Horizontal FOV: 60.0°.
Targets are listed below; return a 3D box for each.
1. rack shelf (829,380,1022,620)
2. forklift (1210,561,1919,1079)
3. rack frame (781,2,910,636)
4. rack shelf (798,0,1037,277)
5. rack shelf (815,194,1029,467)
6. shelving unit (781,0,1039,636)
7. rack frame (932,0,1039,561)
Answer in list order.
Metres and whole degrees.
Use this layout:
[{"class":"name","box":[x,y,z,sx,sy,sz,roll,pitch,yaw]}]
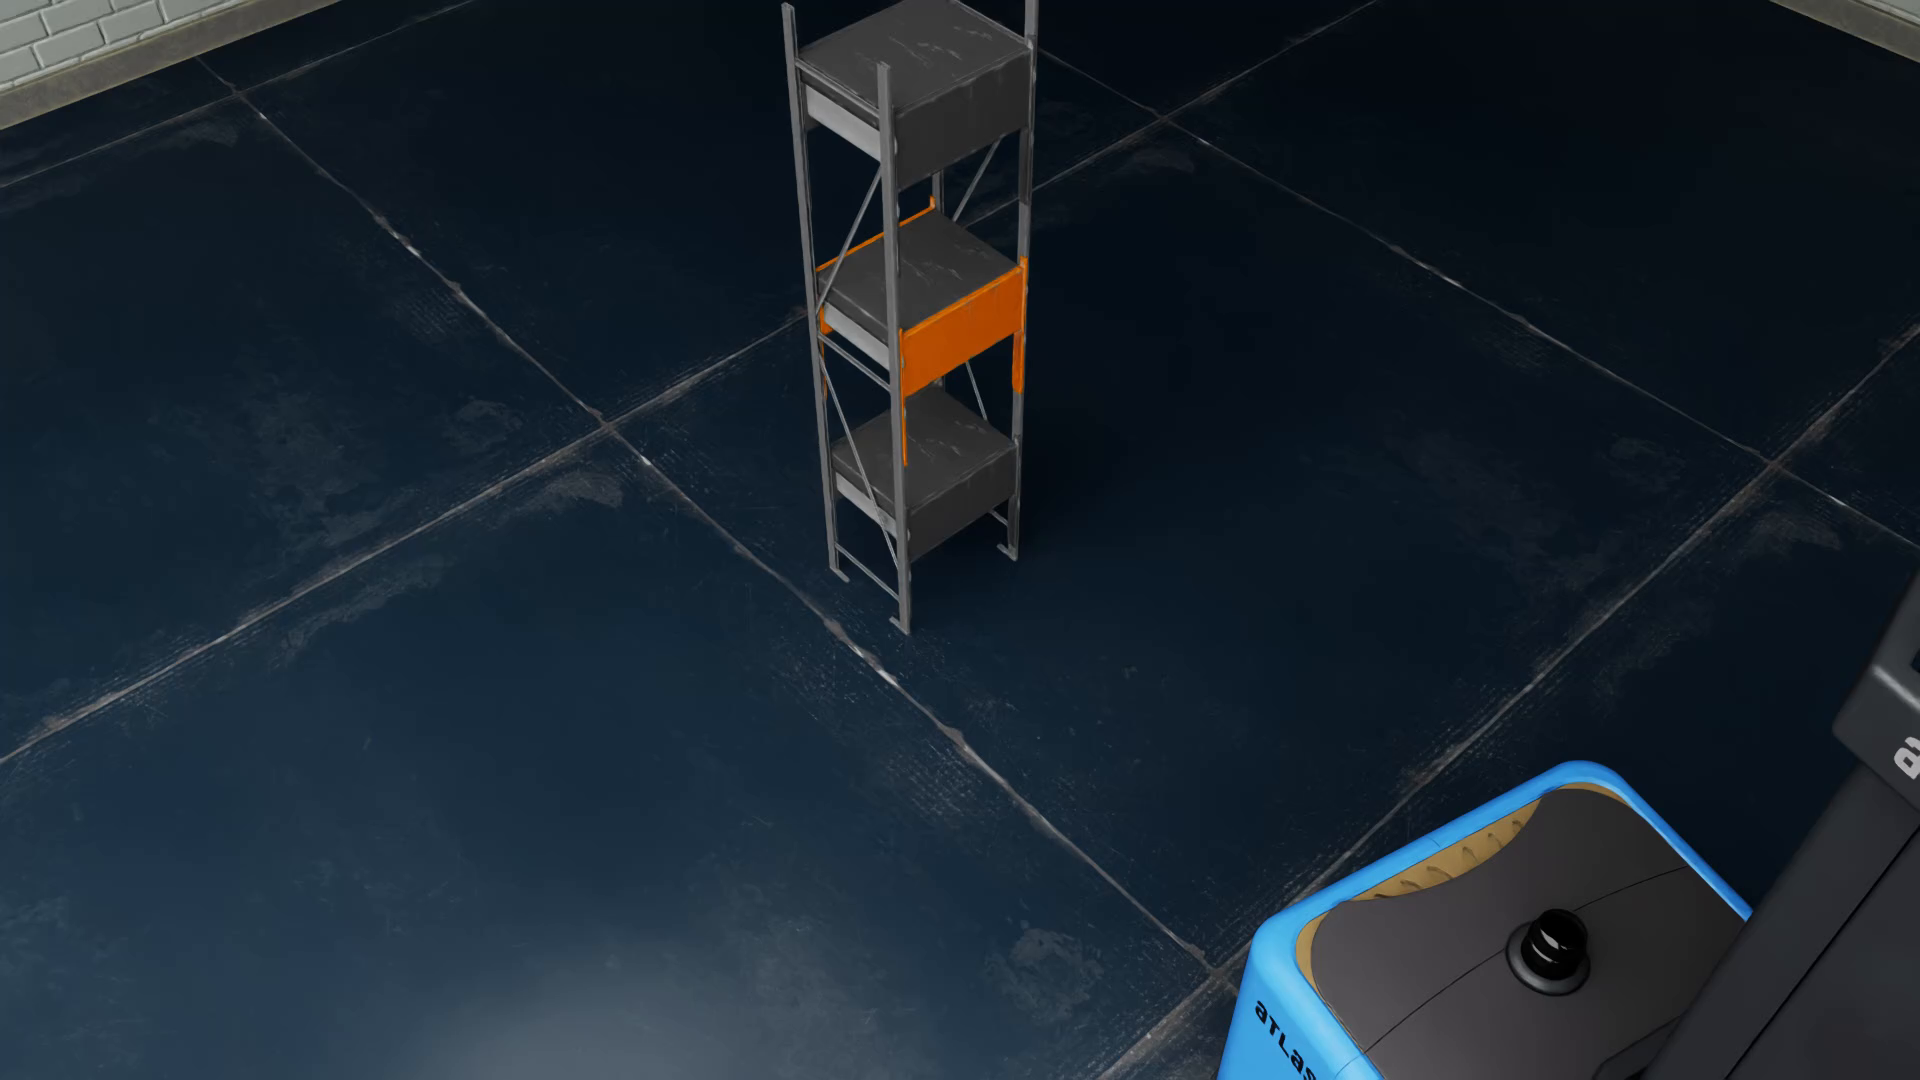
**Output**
[{"class":"rack shelf","box":[-0.122,-0.146,5.427,0.480,0.518,0.431,-34,56,-27]},{"class":"forklift","box":[1.757,1.341,2.518,1.130,2.935,3.031,-22,51,-19]},{"class":"rack frame","box":[-0.303,-0.510,4.791,0.015,2.100,0.400,-34,56,-27]},{"class":"rack shelf","box":[-0.122,-1.096,4.398,0.480,0.518,0.431,-34,56,-27]},{"class":"rack shelf","box":[-0.122,-0.621,4.913,0.480,0.518,0.431,-34,56,-27]},{"class":"shelving unit","box":[-0.122,-0.630,4.903,0.503,2.100,0.431,-34,56,-27]},{"class":"rack frame","box":[0.058,-0.751,5.014,0.015,2.100,0.400,-34,56,-27]}]
